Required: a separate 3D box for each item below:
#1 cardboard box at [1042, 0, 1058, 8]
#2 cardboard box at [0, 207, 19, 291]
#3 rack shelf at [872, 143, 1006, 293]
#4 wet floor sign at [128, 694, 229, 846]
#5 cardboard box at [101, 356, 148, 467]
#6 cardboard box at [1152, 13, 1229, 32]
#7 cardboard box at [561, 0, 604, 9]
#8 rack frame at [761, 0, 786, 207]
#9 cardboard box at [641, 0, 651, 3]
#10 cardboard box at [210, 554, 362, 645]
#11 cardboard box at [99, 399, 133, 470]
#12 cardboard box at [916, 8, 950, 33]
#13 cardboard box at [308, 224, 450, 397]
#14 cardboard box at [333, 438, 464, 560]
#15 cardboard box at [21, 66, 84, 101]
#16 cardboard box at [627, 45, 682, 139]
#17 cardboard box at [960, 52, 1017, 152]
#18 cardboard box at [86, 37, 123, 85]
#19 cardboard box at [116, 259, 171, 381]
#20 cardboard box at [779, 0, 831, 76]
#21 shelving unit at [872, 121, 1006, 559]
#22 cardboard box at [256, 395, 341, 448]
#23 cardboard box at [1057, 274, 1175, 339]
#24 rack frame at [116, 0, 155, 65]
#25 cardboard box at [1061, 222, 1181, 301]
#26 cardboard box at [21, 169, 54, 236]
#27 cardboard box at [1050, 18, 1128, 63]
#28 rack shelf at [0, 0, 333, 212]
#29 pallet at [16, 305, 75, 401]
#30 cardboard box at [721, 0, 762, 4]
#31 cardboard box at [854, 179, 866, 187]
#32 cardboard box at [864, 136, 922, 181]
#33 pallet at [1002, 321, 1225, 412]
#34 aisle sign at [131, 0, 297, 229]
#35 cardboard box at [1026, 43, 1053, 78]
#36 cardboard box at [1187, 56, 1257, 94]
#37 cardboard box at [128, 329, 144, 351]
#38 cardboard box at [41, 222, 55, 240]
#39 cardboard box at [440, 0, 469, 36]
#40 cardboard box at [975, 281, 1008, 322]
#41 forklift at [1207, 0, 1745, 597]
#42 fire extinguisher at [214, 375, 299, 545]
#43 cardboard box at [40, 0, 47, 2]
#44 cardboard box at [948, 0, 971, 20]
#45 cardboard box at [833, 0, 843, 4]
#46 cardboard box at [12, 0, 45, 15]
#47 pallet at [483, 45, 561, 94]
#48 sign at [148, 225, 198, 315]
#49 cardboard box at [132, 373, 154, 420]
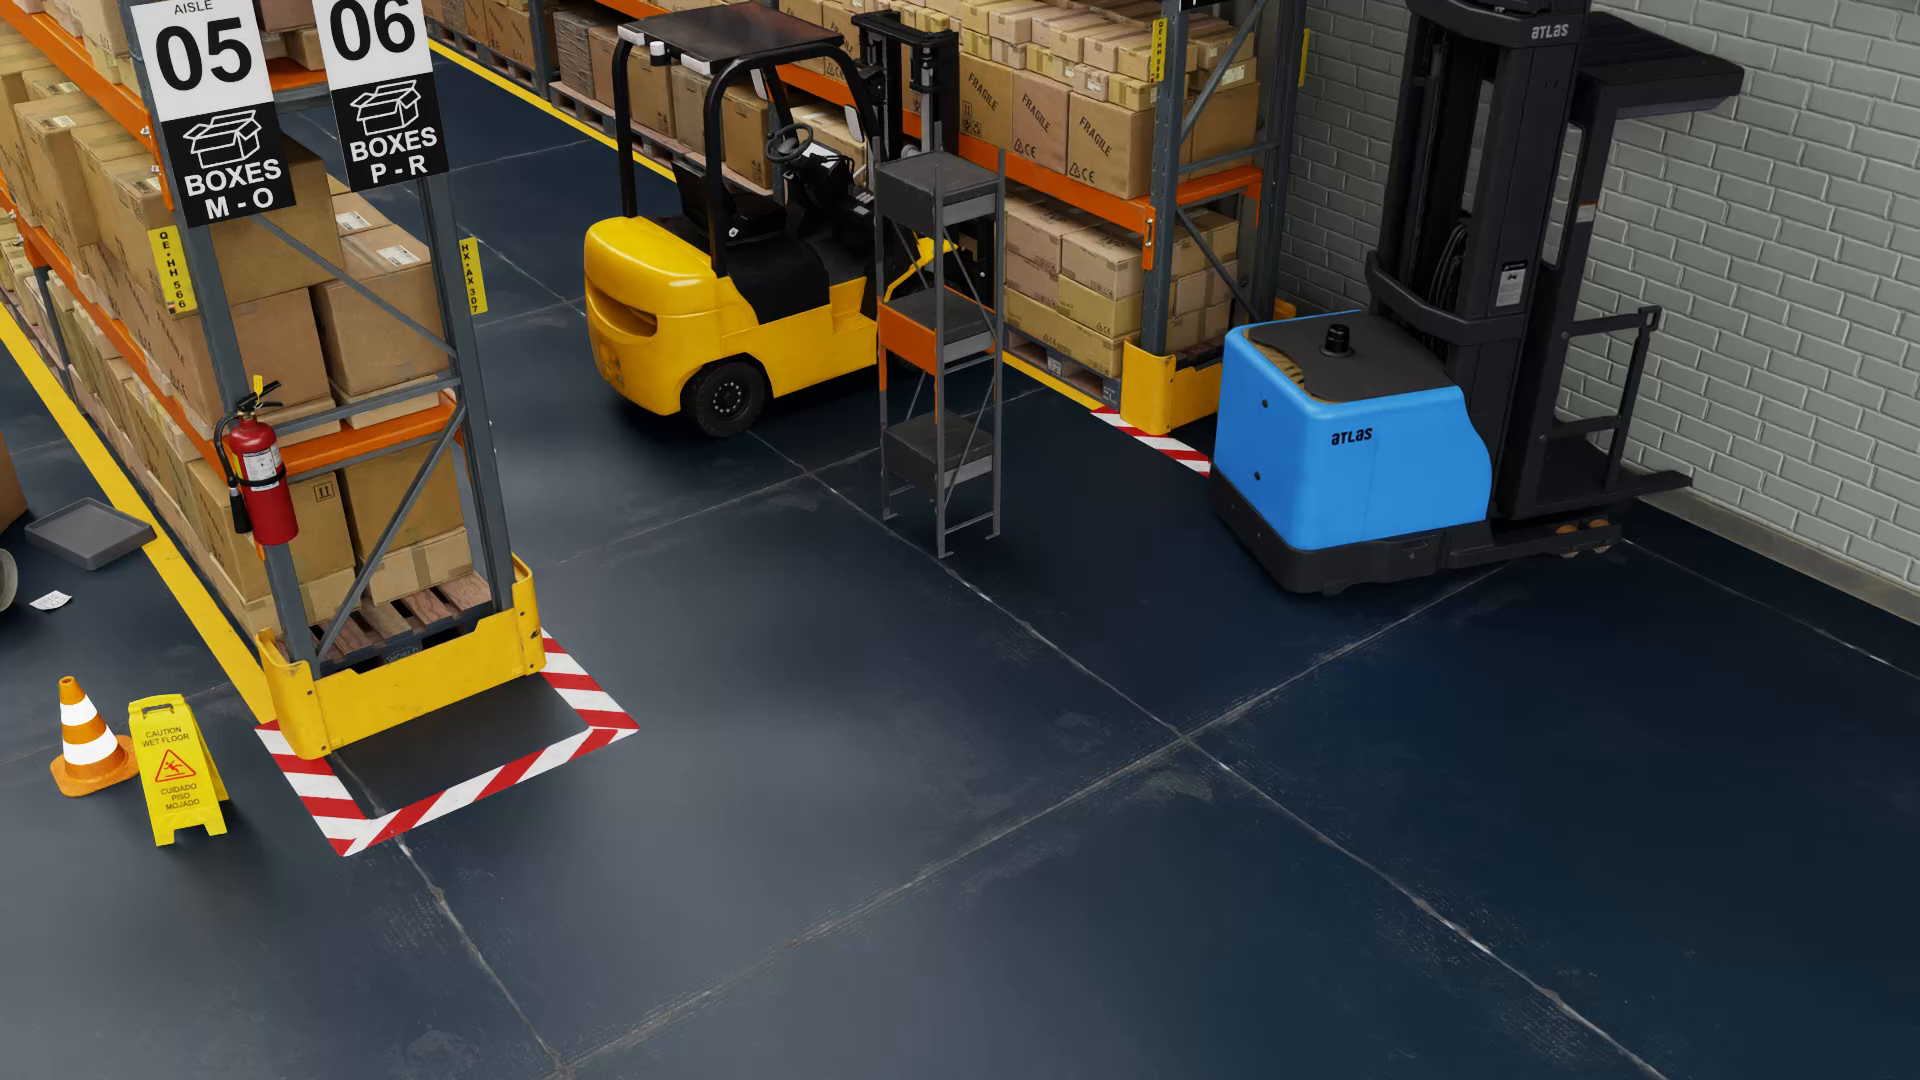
[{"bbox_3d":[0.732,-3.372,10.345,0.380,0.149,0.250,-23,39,-32],"label":"cardboard box"},{"bbox_3d":[-6.086,-2.070,11.332,0.950,0.372,0.625,-21,37,-30],"label":"cardboard box"},{"bbox_3d":[-0.101,-1.544,7.945,0.431,0.518,0.480,-22,38,-31],"label":"rack shelf"},{"bbox_3d":[-3.167,0.891,6.704,0.267,0.644,0.232,-10,33,-15],"label":"wet floor sign"},{"bbox_3d":[-4.088,-0.762,8.631,0.500,0.500,0.500,-20,37,-29],"label":"cardboard box"},{"bbox_3d":[1.330,-2.927,9.628,0.380,0.149,0.250,-21,37,-30],"label":"cardboard box"},{"bbox_3d":[-3.462,-4.859,15.702,0.500,0.500,0.500,-21,37,-30],"label":"cardboard box"},{"bbox_3d":[-0.972,-3.809,12.040,1.000,3.000,0.127,-22,38,-31],"label":"rack frame"},{"bbox_3d":[-2.403,-4.508,13.308,0.500,0.250,0.500,-21,37,-30],"label":"cardboard box"},{"bbox_3d":[-3.161,0.195,7.801,0.500,0.250,0.500,-22,38,-32],"label":"cardboard box"},{"bbox_3d":[-4.406,-0.660,9.178,0.500,0.250,0.500,-20,37,-29],"label":"cardboard box"},{"bbox_3d":[-0.052,-3.259,10.444,0.380,0.149,0.250,-23,39,-32],"label":"cardboard box"},{"bbox_3d":[-2.509,-0.991,7.126,0.500,0.500,0.500,-23,39,-32],"label":"cardboard box"},{"bbox_3d":[-2.729,-0.299,7.886,0.500,0.500,0.500,-24,39,-33],"label":"cardboard box"},{"bbox_3d":[-3.818,-1.916,7.668,0.700,0.500,0.500,-23,38,-32],"label":"cardboard box"},{"bbox_3d":[-2.233,-3.831,13.929,0.875,0.625,0.625,-24,39,-33],"label":"cardboard box"},{"bbox_3d":[0.346,-2.738,10.220,0.500,0.500,0.500,-23,39,-32],"label":"cardboard box"},{"bbox_3d":[-3.056,-1.854,6.287,0.380,0.149,0.250,-22,38,-31],"label":"cardboard box"},{"bbox_3d":[-3.292,-1.051,7.222,0.500,0.500,0.500,-22,38,-31],"label":"cardboard box"},{"bbox_3d":[-0.906,-3.582,11.580,0.500,0.500,0.500,-23,39,-33],"label":"cardboard box"},{"bbox_3d":[-0.101,-0.961,8.307,0.431,2.100,0.503,-22,38,-31],"label":"shelving unit"},{"bbox_3d":[-2.836,-0.515,6.974,0.380,0.149,0.250,-21,37,-30],"label":"cardboard box"},{"bbox_3d":[0.935,-1.467,10.003,0.500,0.250,0.500,-23,38,-32],"label":"cardboard box"},{"bbox_3d":[-2.438,-3.083,5.185,1.000,3.000,0.127,-22,38,-31],"label":"rack frame"},{"bbox_3d":[0.952,-1.668,9.854,0.500,0.250,0.500,-21,37,-30],"label":"cardboard box"},{"bbox_3d":[-4.515,-1.896,8.582,0.500,0.500,0.500,-22,38,-32],"label":"cardboard box"},{"bbox_3d":[0.737,-2.861,9.522,0.380,0.149,0.250,-21,38,-30],"label":"cardboard box"},{"bbox_3d":[-3.664,-2.337,7.509,1.077,0.370,4.000,-22,38,-31],"label":"rack shelf"},{"bbox_3d":[-5.369,-1.341,10.710,1.003,0.211,1.213,-22,38,-31],"label":"pallet"},{"bbox_3d":[-1.475,-4.080,12.144,0.500,0.250,0.500,-23,39,-32],"label":"cardboard box"},{"bbox_3d":[-0.609,-2.521,11.701,0.500,0.250,0.500,-22,38,-32],"label":"cardboard box"},{"bbox_3d":[-0.304,-2.521,11.227,0.500,0.250,0.500,-21,37,-30],"label":"cardboard box"},{"bbox_3d":[0.979,-1.263,10.583,1.003,0.211,1.213,-22,38,-31],"label":"pallet"},{"bbox_3d":[-2.629,-1.520,5.890,0.394,0.787,0.004,-22,38,-31],"label":"aisle sign"},{"bbox_3d":[0.613,-2.846,9.780,0.380,0.149,0.250,-23,38,-32],"label":"cardboard box"},{"bbox_3d":[1.478,-2.686,9.522,0.380,0.149,0.250,-23,39,-33],"label":"cardboard box"},{"bbox_3d":[-3.676,-1.025,7.796,0.380,0.149,0.250,-23,38,-32],"label":"cardboard box"},{"bbox_3d":[-4.755,-1.772,8.998,0.380,0.149,0.250,-21,38,-30],"label":"cardboard box"},{"bbox_3d":[-4.809,-5.339,16.475,0.500,0.500,0.500,-24,39,-33],"label":"cardboard box"},{"bbox_3d":[0.346,-1.668,10.801,0.500,0.250,0.500,-22,38,-31],"label":"cardboard box"},{"bbox_3d":[2.907,-1.411,8.244,3.031,2.935,1.130,-9,33,-15],"label":"forklift"},{"bbox_3d":[-2.732,-0.305,6.472,0.296,0.674,0.183,-22,38,-31],"label":"fire extinguisher"},{"bbox_3d":[-3.594,-2.423,6.825,0.500,0.250,0.500,-21,38,-30],"label":"cardboard box"},{"bbox_3d":[0.149,-3.305,10.237,0.380,0.149,0.250,-22,38,-31],"label":"cardboard box"},{"bbox_3d":[-0.643,-3.702,11.159,0.380,0.149,0.250,-22,38,-31],"label":"cardboard box"},{"bbox_3d":[-3.855,-2.386,7.144,0.380,0.149,0.250,-23,38,-32],"label":"cardboard box"},{"bbox_3d":[-3.853,-4.615,15.981,1.003,0.211,1.213,-22,38,-31],"label":"pallet"},{"bbox_3d":[-2.889,-0.990,6.104,0.100,0.325,0.005,-22,38,-31],"label":"sign"},{"bbox_3d":[-3.725,-0.736,7.975,0.380,0.149,0.250,-21,37,-29],"label":"cardboard box"}]
